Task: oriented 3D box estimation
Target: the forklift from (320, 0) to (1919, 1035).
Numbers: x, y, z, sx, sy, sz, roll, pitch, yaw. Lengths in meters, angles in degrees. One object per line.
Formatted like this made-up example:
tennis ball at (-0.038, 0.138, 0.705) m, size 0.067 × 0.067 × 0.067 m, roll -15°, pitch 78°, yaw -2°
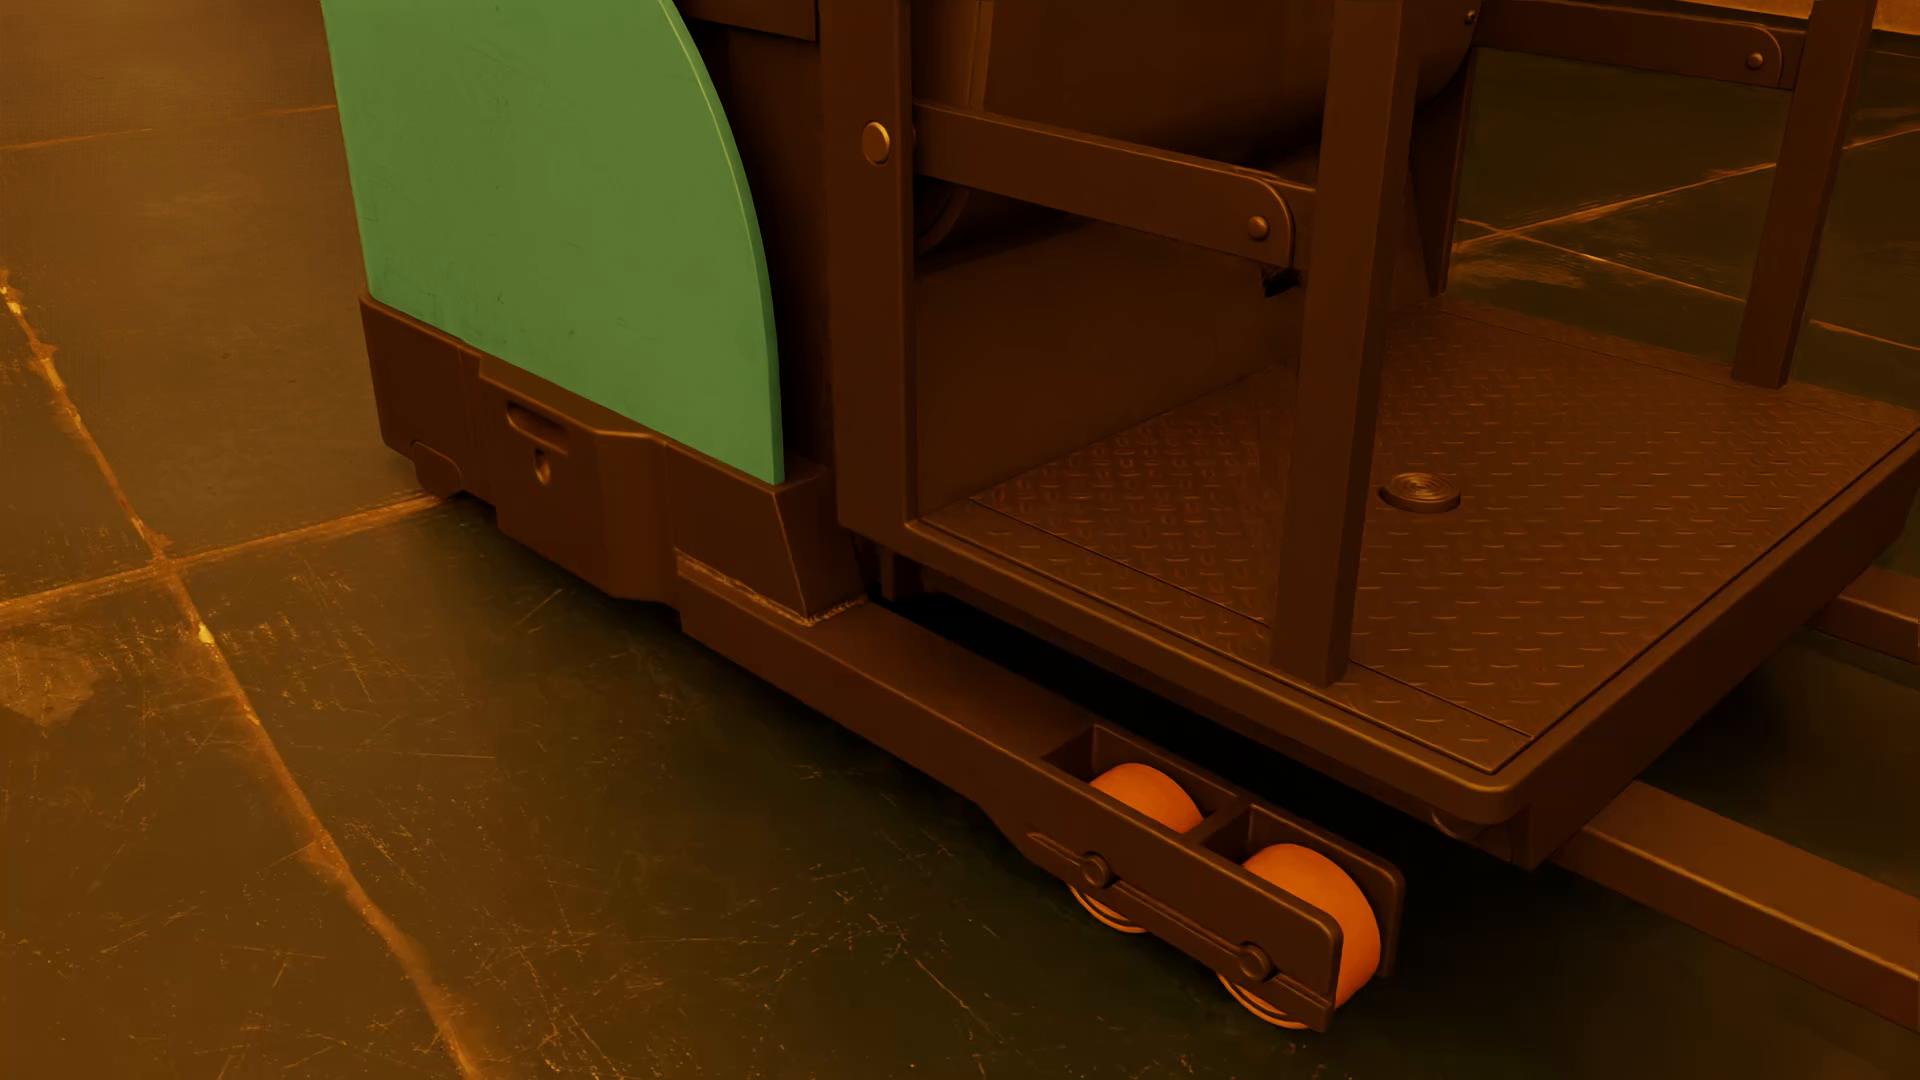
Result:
forklift at (0.466, -1.113, 1.449) m, size 3.031 × 2.935 × 1.130 m, roll 24°, pitch 35°, yaw 39°
